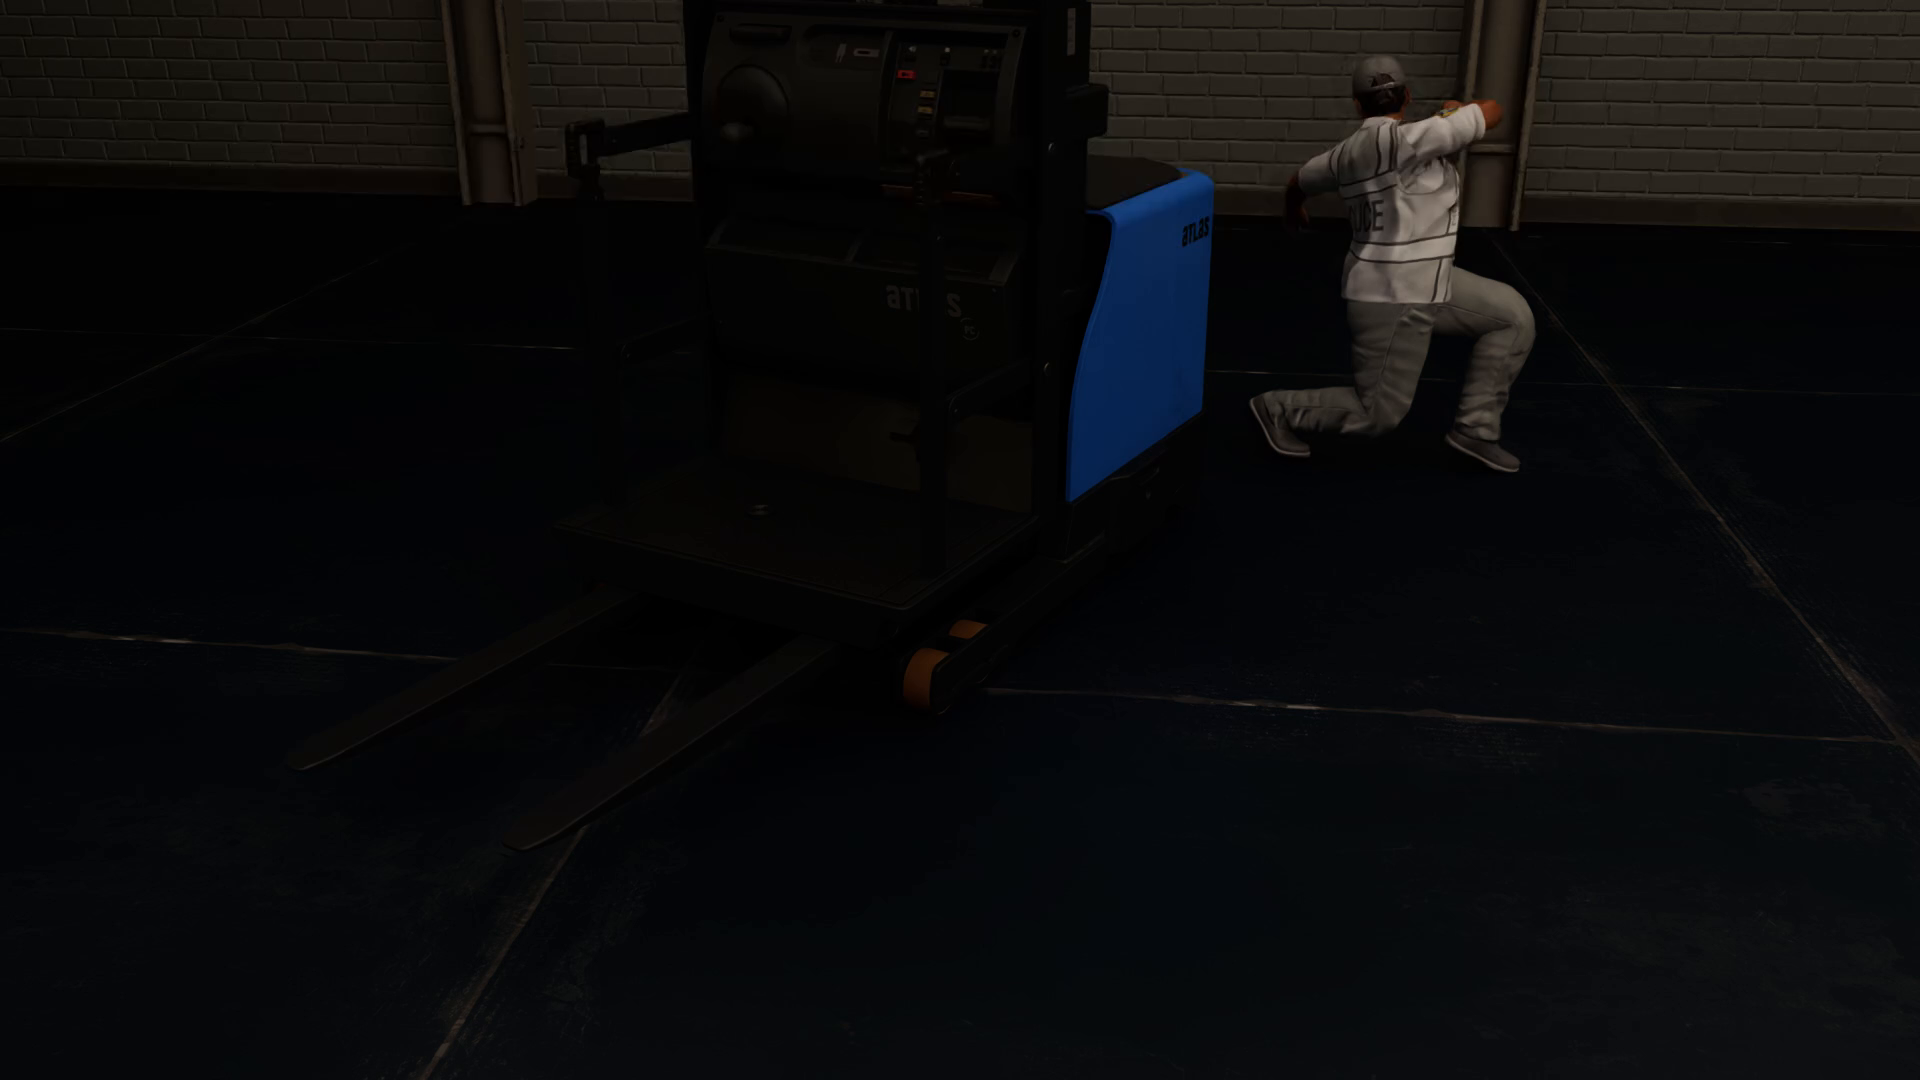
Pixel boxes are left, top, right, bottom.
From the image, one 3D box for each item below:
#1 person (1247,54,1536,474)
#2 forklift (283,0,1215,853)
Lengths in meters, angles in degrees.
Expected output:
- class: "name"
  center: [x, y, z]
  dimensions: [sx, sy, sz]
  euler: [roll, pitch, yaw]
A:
- class: "person"
  center: [1.508, -0.967, 5.748]
  dimensions: [0.946, 1.383, 0.857]
  euler: [4, 22, 9]
- class: "forklift"
  center: [-0.363, -1.121, 4.037]
  dimensions: [1.130, 2.935, 3.031]
  euler: [12, 25, 27]
